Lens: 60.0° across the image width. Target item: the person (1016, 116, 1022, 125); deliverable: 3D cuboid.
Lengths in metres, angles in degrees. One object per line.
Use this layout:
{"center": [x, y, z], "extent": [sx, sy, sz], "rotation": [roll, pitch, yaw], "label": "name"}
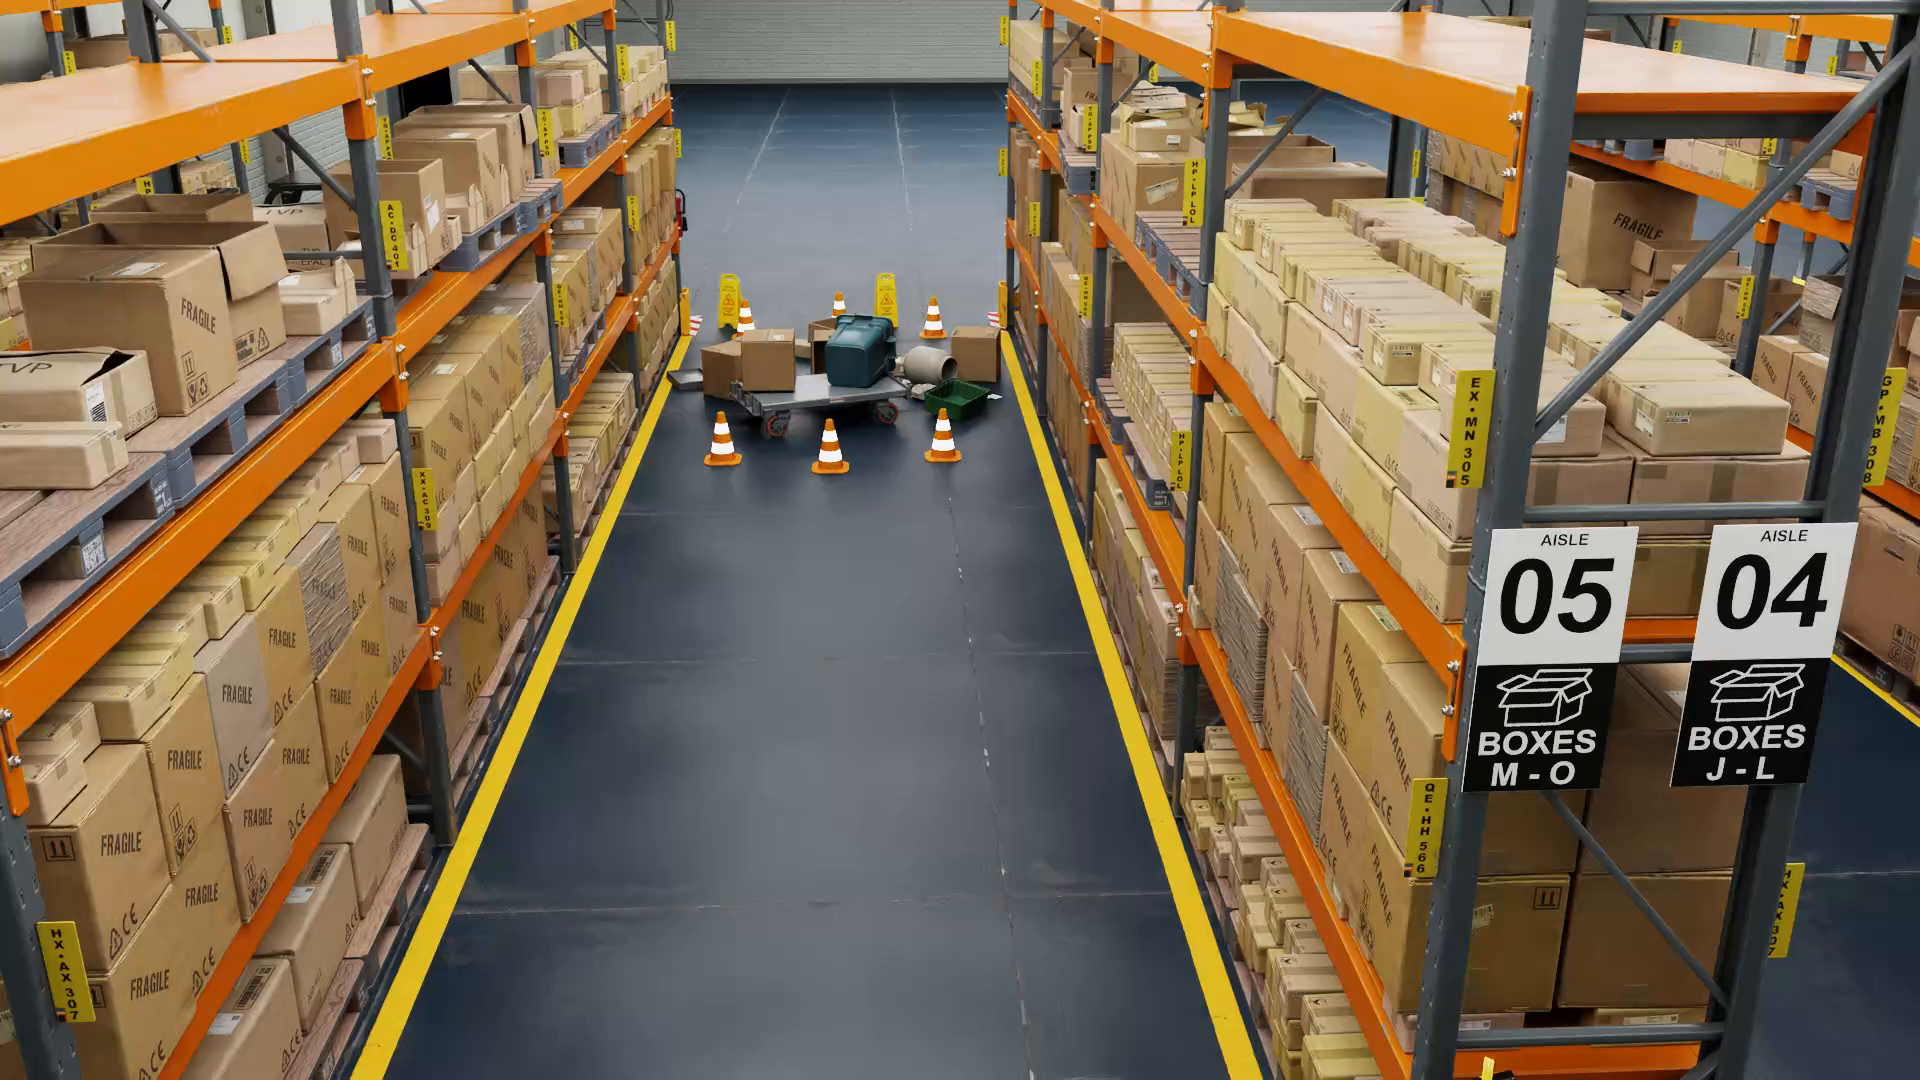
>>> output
{"center": [-0.907, -0.710, 9.590], "extent": [5.811, 2.357, 21.904], "rotation": [-1, 21, -2], "label": "person"}
